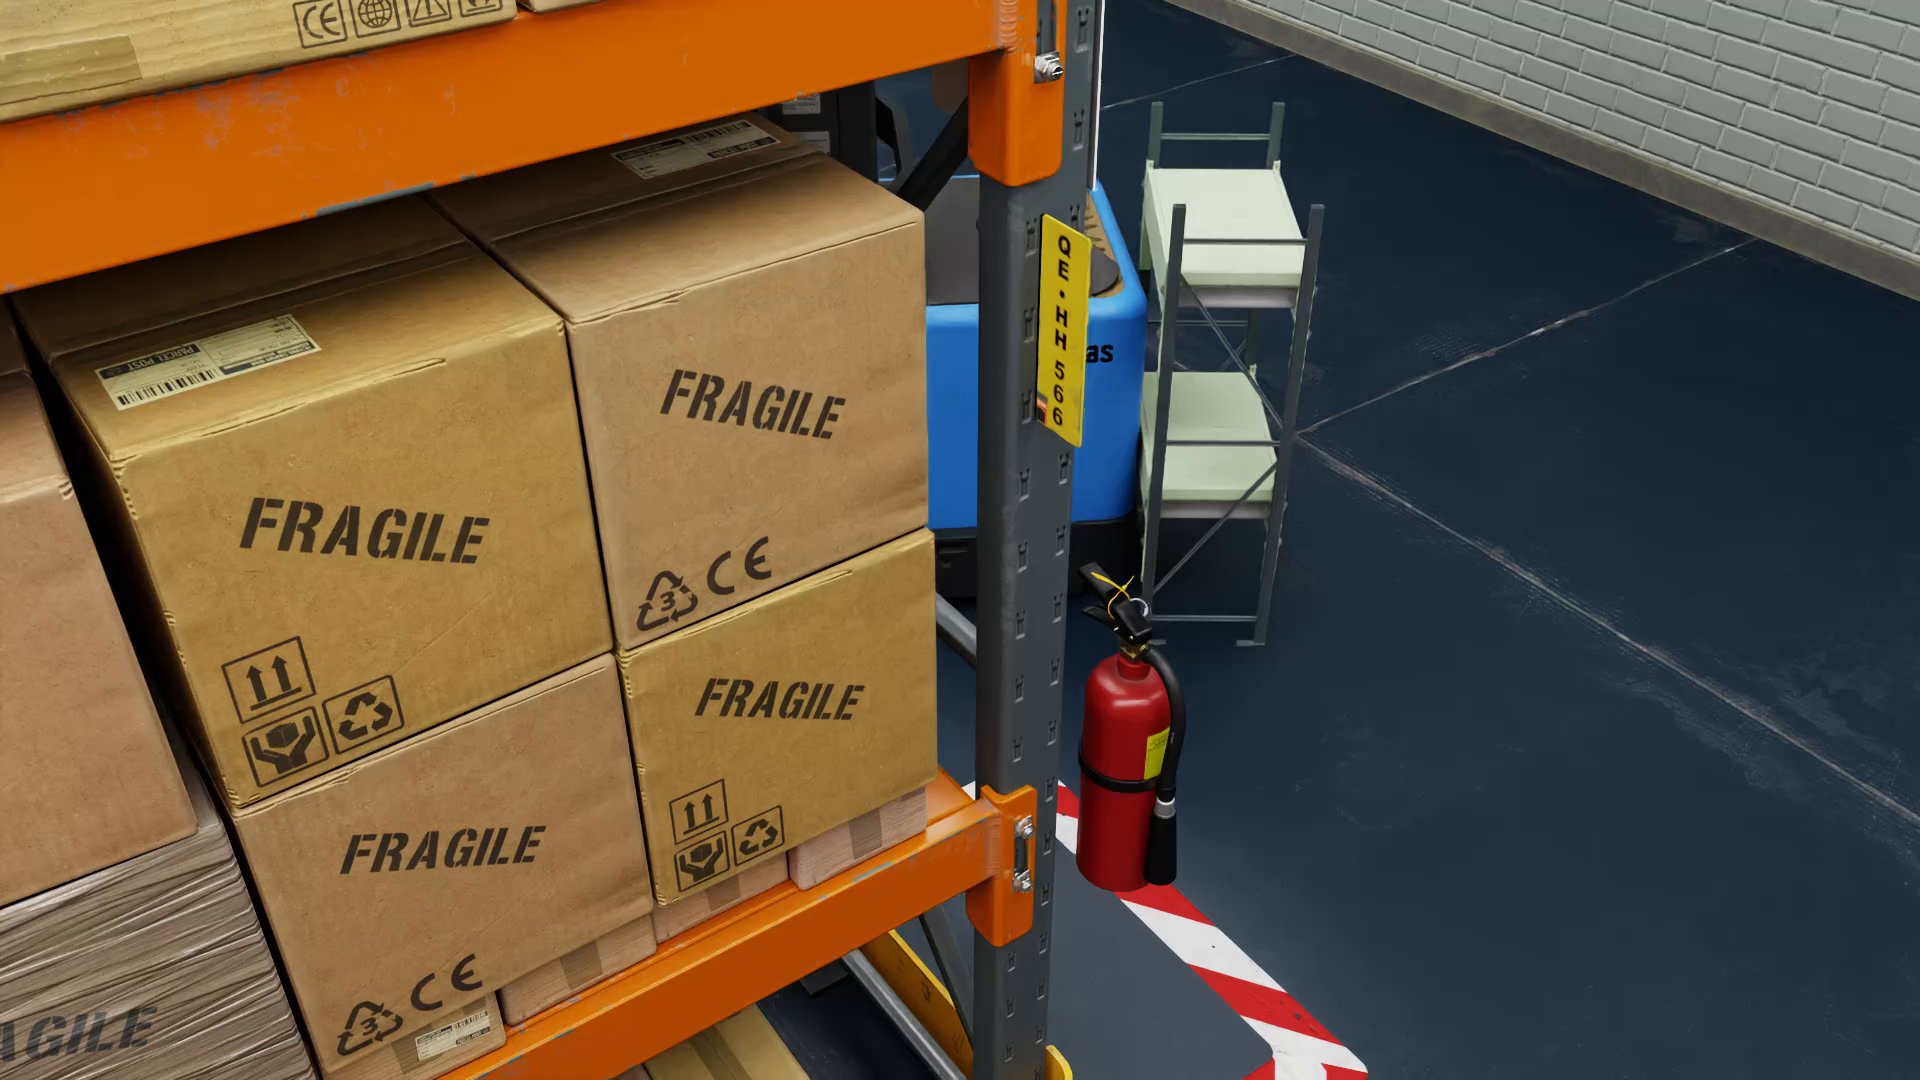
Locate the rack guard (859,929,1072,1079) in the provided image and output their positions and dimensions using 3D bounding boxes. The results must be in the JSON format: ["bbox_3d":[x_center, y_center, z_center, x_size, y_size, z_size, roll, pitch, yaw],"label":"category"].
[{"bbox_3d":[-0.223,1.081,3.819,0.348,0.500,1.175,-22,41,-28],"label":"rack guard"}]

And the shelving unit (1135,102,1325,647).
[{"bbox_3d":[0.772,-0.492,5.150,0.431,1.500,0.755,0,36,1],"label":"shelving unit"}]

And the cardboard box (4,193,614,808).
[{"bbox_3d":[-0.805,-0.084,2.101,0.500,0.500,0.500,-24,42,-29],"label":"cardboard box"}]

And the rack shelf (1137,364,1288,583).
[{"bbox_3d":[0.772,-0.228,5.341,0.431,0.370,0.720,0,36,1],"label":"rack shelf"}]

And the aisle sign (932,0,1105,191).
[{"bbox_3d":[0.072,-0.896,2.201,0.004,0.787,0.394,-22,41,-28],"label":"aisle sign"}]

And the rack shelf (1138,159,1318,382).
[{"bbox_3d":[0.772,-0.809,4.922,0.431,0.370,0.720,0,36,1],"label":"rack shelf"}]

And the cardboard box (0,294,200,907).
[{"bbox_3d":[-1.225,0.095,1.852,0.500,0.500,0.500,-20,40,-26],"label":"cardboard box"}]

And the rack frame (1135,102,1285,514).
[{"bbox_3d":[0.778,-0.706,5.447,0.400,1.500,0.023,0,36,1],"label":"rack frame"}]

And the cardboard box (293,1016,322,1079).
[{"bbox_3d":[-1.113,0.716,2.401,0.250,0.149,0.380,-24,42,-30],"label":"cardboard box"}]

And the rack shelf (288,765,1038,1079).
[{"bbox_3d":[-1.795,1.005,2.400,4.000,0.370,1.077,-22,41,-28],"label":"rack shelf"}]

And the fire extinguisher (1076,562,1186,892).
[{"bbox_3d":[0.311,0.359,3.068,0.183,0.674,0.296,-22,41,-28],"label":"fire extinguisher"}]

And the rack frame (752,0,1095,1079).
[{"bbox_3d":[-0.161,0.040,3.125,0.127,3.000,1.000,-22,41,-28],"label":"rack frame"}]

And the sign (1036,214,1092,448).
[{"bbox_3d":[0.143,-0.286,2.317,0.005,0.325,0.100,-22,41,-28],"label":"sign"}]

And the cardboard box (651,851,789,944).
[{"bbox_3d":[-0.489,0.453,2.767,0.250,0.149,0.380,-22,41,-28],"label":"cardboard box"}]

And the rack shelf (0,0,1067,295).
[{"bbox_3d":[-1.795,-0.213,1.524,4.000,0.370,1.077,-22,41,-28],"label":"rack shelf"}]

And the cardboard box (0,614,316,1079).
[{"bbox_3d":[-1.212,0.499,2.147,0.500,0.500,0.500,-22,41,-28],"label":"cardboard box"}]

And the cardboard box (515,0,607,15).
[{"bbox_3d":[-0.380,-0.837,1.905,0.500,0.250,0.500,-23,42,-29],"label":"cardboard box"}]

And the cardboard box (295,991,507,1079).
[{"bbox_3d":[-0.881,0.641,2.505,0.250,0.149,0.380,-21,41,-27],"label":"cardboard box"}]

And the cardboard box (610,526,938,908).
[{"bbox_3d":[-0.380,0.153,2.628,0.500,0.500,0.500,-21,41,-27],"label":"cardboard box"}]

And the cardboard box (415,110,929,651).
[{"bbox_3d":[-0.391,-0.254,2.338,0.500,0.500,0.500,-23,42,-29],"label":"cardboard box"}]

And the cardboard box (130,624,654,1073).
[{"bbox_3d":[-0.804,0.324,2.391,0.500,0.500,0.500,-23,42,-29],"label":"cardboard box"}]

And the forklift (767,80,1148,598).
[{"bbox_3d":[-0.972,-1.223,4.941,3.031,2.935,1.130,-3,36,-4],"label":"forklift"}]

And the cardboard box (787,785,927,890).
[{"bbox_3d":[-0.264,0.387,2.858,0.250,0.149,0.380,-22,41,-28],"label":"cardboard box"}]

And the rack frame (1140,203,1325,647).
[{"bbox_3d":[0.767,-0.279,4.853,0.400,1.500,0.023,0,36,1],"label":"rack frame"}]

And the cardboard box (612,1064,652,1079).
[{"bbox_3d":[-0.686,1.142,3.166,0.250,0.149,0.380,-22,41,-27],"label":"cardboard box"}]

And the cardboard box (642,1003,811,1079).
[{"bbox_3d":[-0.447,1.085,3.245,0.250,0.149,0.380,-22,41,-27],"label":"cardboard box"}]

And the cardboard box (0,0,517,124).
[{"bbox_3d":[-0.793,-0.662,1.661,0.500,0.250,0.500,-22,41,-28],"label":"cardboard box"}]

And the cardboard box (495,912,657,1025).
[{"bbox_3d":[-0.685,0.544,2.640,0.250,0.149,0.380,-23,42,-28],"label":"cardboard box"}]

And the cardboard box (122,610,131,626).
[{"bbox_3d":[-1.109,0.090,2.715,0.500,0.500,0.500,-22,41,-28],"label":"cardboard box"}]
